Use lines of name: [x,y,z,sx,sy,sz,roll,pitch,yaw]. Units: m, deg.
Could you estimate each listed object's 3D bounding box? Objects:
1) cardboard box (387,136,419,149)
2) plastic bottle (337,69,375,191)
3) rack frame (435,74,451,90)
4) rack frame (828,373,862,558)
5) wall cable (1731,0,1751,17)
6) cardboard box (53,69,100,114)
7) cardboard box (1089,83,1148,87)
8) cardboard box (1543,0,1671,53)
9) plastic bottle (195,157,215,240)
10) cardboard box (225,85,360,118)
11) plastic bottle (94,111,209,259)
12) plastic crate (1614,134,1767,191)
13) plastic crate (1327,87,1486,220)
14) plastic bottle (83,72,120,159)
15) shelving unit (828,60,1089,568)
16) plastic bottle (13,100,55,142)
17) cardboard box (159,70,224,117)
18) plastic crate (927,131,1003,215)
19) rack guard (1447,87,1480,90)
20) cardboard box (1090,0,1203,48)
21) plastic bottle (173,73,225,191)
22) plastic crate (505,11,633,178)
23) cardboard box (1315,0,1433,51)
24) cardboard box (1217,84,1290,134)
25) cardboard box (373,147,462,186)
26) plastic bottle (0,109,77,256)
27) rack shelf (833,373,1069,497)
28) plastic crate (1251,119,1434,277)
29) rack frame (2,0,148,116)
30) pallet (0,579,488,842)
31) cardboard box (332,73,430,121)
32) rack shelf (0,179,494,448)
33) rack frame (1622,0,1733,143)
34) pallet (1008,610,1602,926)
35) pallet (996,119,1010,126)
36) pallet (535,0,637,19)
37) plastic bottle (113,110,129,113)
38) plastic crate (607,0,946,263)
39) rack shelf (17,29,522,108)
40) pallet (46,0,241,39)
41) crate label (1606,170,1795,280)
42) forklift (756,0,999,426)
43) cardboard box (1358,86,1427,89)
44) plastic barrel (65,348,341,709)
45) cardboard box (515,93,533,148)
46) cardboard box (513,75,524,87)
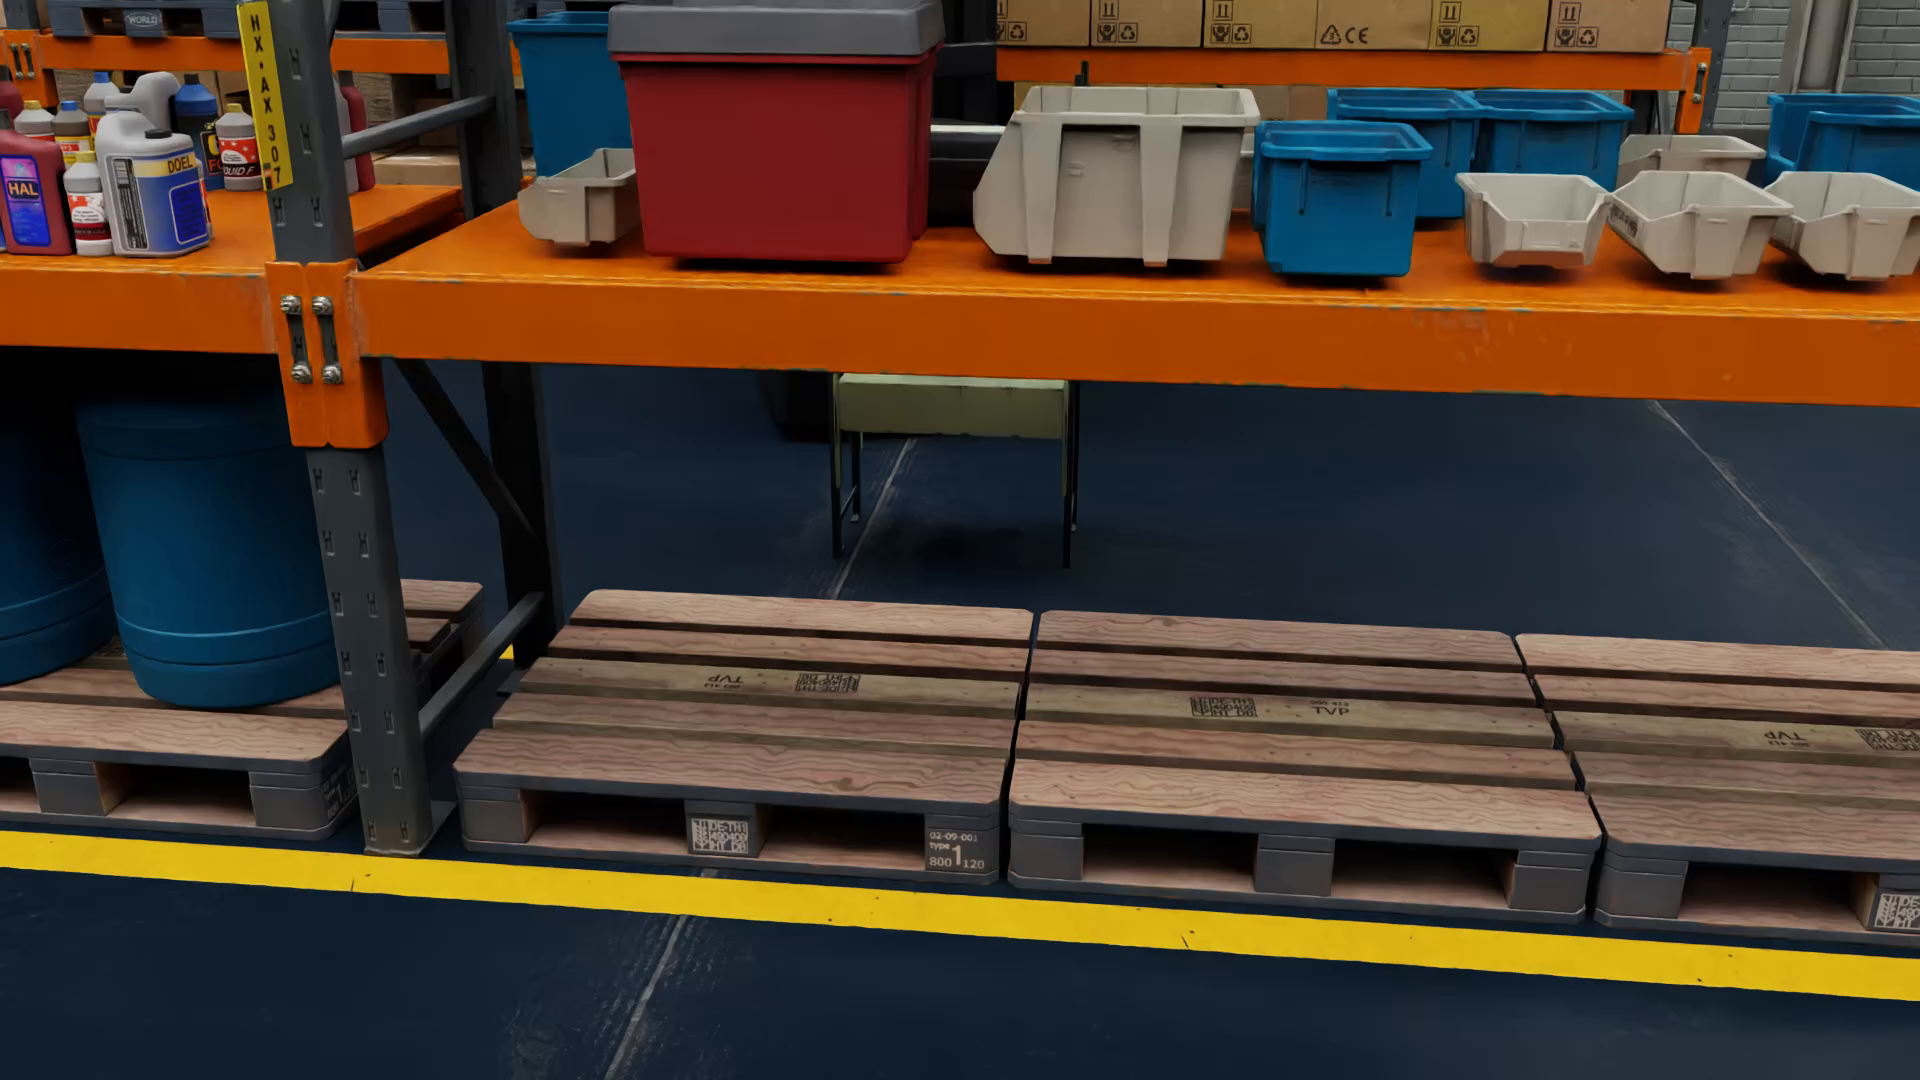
cardboard box: [-3.109,-1.923,9.025,0.500,0.500,0.500,2,22,4]
plastic bottle: [-1.508,-0.994,4.033,0.133,0.283,0.061,2,22,6]
rack frame: [-4.000,-4.667,13.164,0.127,3.000,1.000,2,22,6]
rack frame: [-0.370,-0.714,5.205,0.023,1.500,0.400,2,22,6]
wall cable: [5.327,-5.083,12.836,1.851,1.984,0.084,2,22,6]
cardboard box: [-7.239,-3.856,13.916,0.500,0.500,0.700,3,22,8]
cardboard box: [1.201,-3.434,12.874,0.500,0.500,0.700,2,22,6]
cardboard box: [2.888,-2.478,7.493,0.500,0.500,0.500,3,22,8]
plastic bottle: [-1.627,-0.730,3.476,0.097,0.201,0.097,0,22,0]
cardboard box: [-3.567,-2.293,8.942,0.500,0.250,0.500,3,22,8]
plastic bottle: [-1.623,-0.718,3.345,0.135,0.276,0.152,2,22,6]
plastic crate: [1.589,-0.813,3.694,0.298,0.136,0.250,2,22,6]
plastic crate: [0.966,-0.855,3.668,0.300,0.233,0.416,2,22,6]
plastic bottle: [-2.084,-1.007,4.082,0.097,0.271,0.097,0,22,0]
shelving unit: [-0.007,-0.698,5.165,0.755,1.500,0.431,2,22,6]
plastic bottle: [-2.277,-0.983,4.116,0.097,0.201,0.097,0,22,0]
cardboard box: [-6.219,-3.815,13.812,0.500,0.500,0.700,3,22,7]
plastic crate: [-0.051,-0.826,3.743,0.590,0.125,0.437,2,22,6]
rack guard: [3.968,-3.157,12.746,0.348,0.500,1.175,2,22,6]
cardboard box: [0.872,-2.567,7.716,0.500,0.500,0.500,2,22,6]
plastic bottle: [-1.854,-0.997,4.056,0.097,0.271,0.097,0,22,0]
plastic crate: [-0.690,-1.002,3.833,0.575,0.384,0.392,2,22,6]
cardboard box: [1.878,-2.523,7.606,0.500,0.500,0.500,3,22,7]
cardboard box: [2.241,-3.390,12.765,0.500,0.500,0.700,2,22,5]
cardboard box: [-2.624,-1.711,8.490,0.500,0.500,0.500,2,22,4]
plastic bottle: [-1.858,-0.715,3.327,0.133,0.283,0.061,2,22,6]
rack shelf: [-0.007,-0.395,5.285,0.720,0.370,0.431,2,22,6]
plastic crate: [0.709,-0.649,3.147,0.300,0.233,0.416,2,22,6]
rack frame: [-4.579,-2.858,8.589,0.127,3.000,1.000,2,22,6]
pallet: [-1.955,0.371,4.213,1.213,0.211,1.003,2,22,6]
cardboard box: [-4.721,-3.721,13.574,0.500,0.500,0.700,3,22,7]
rack shelf: [-3.180,-0.629,3.929,4.000,0.370,1.077,2,22,6]
rack frame: [3.365,-2.512,7.714,0.127,3.000,1.000,2,22,6]
pallet: [0.756,0.490,3.914,1.213,0.211,1.003,2,22,6]
pallet: [0.718,-3.136,13.084,1.213,0.211,1.003,2,22,6]
pallet: [-1.388,-2.670,8.375,1.213,0.211,1.003,2,22,6]
plastic bottle: [-1.968,-0.913,3.939,0.097,0.201,0.097,0,22,0]
plastic crate: [-0.337,-0.804,3.225,0.583,0.464,0.402,2,22,6]
rack shelf: [-2.593,-2.437,8.503,4.000,0.370,1.077,2,22,6]
pallet: [-3.898,-2.765,8.615,1.003,0.211,1.213,2,22,6]
crate label: [1.382,-0.599,3.152,0.243,0.136,0.396,2,22,6]
forklift: [-0.425,-2.307,7.288,1.130,2.935,3.031,-3,22,-9]
cardboard box: [3.237,-3.347,12.656,0.500,0.500,0.700,2,22,6]
plastic barrel: [-1.732,-0.126,3.961,0.708,0.901,0.600,2,22,6]
cardboard box: [-2.052,-2.229,8.780,0.500,0.250,0.500,3,22,6]
cardboard box: [-3.285,-3.783,13.281,0.750,0.750,0.750,2,22,6]
